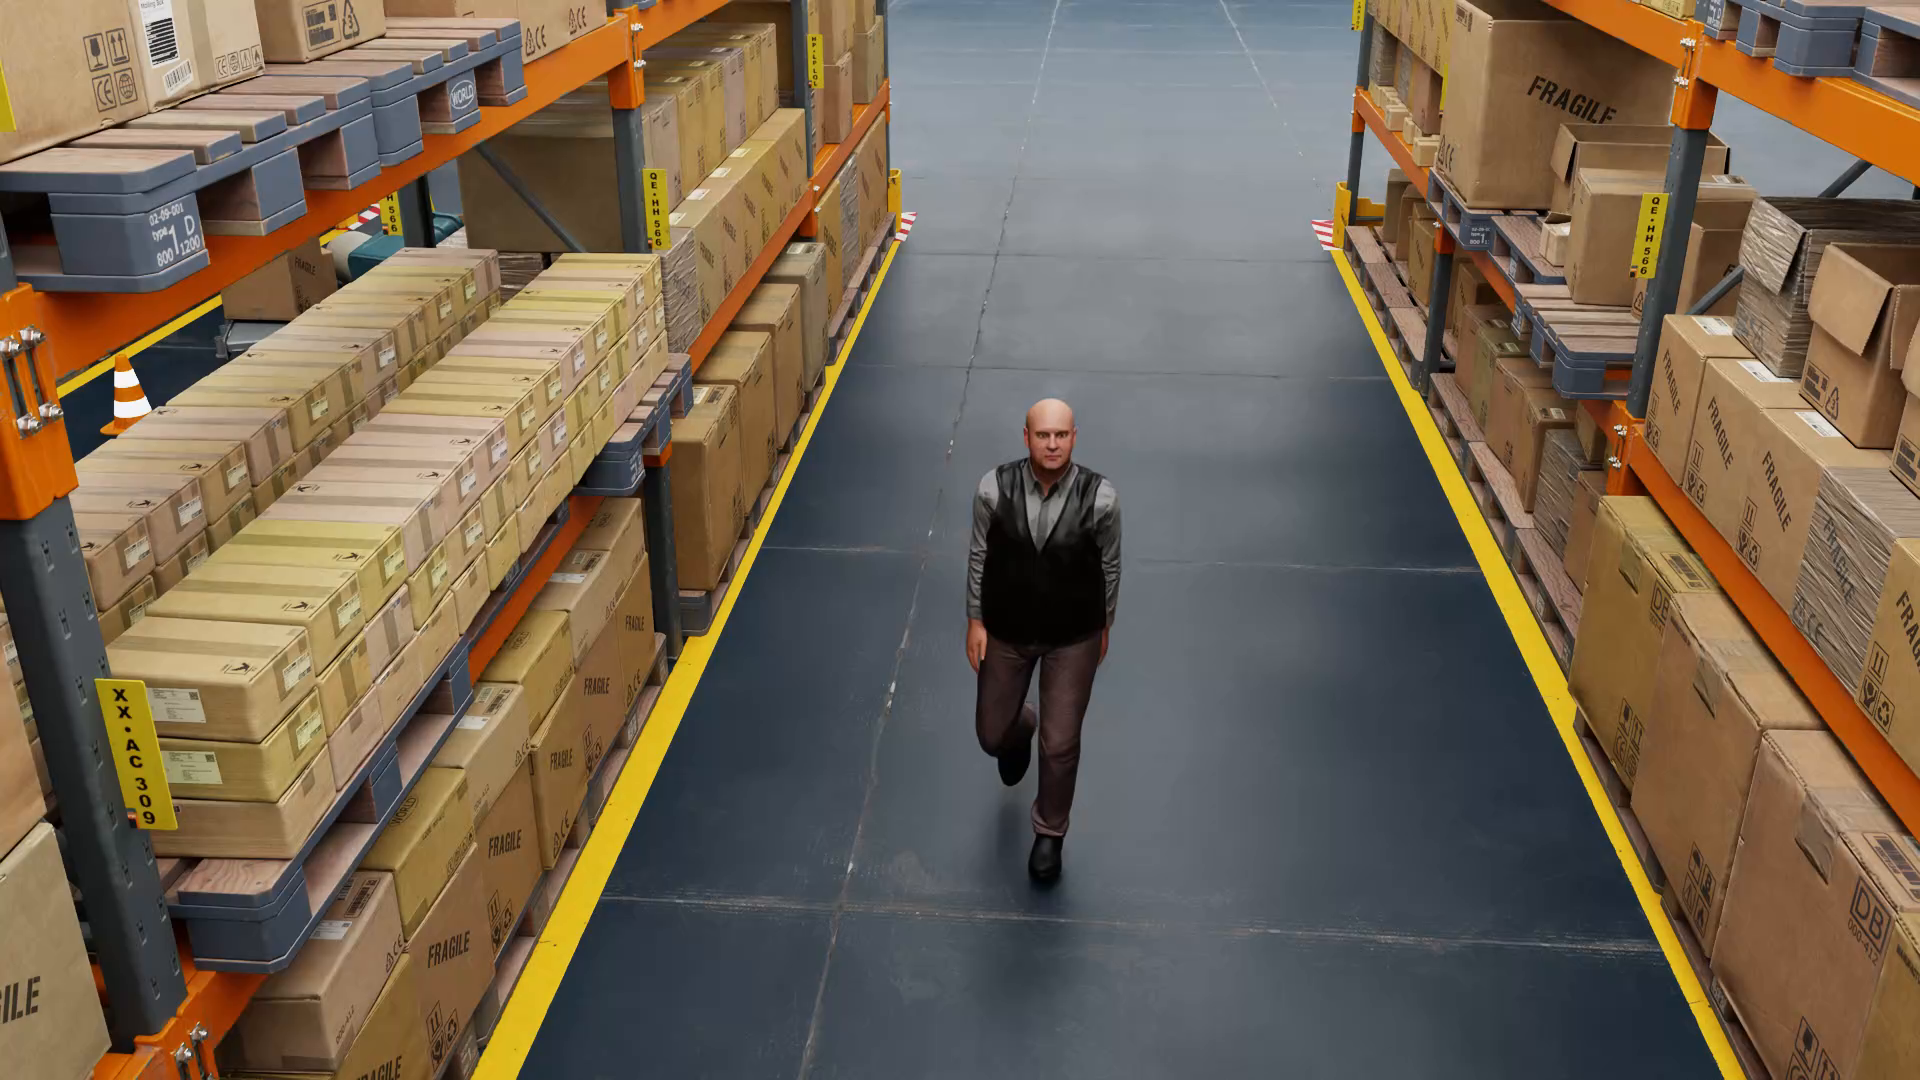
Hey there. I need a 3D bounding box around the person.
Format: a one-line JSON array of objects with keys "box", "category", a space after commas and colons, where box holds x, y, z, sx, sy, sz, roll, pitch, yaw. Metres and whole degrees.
[{"box": [0.293, 0.309, 5.905, 0.539, 1.702, 0.706, 4, 25, 9], "category": "person"}]
